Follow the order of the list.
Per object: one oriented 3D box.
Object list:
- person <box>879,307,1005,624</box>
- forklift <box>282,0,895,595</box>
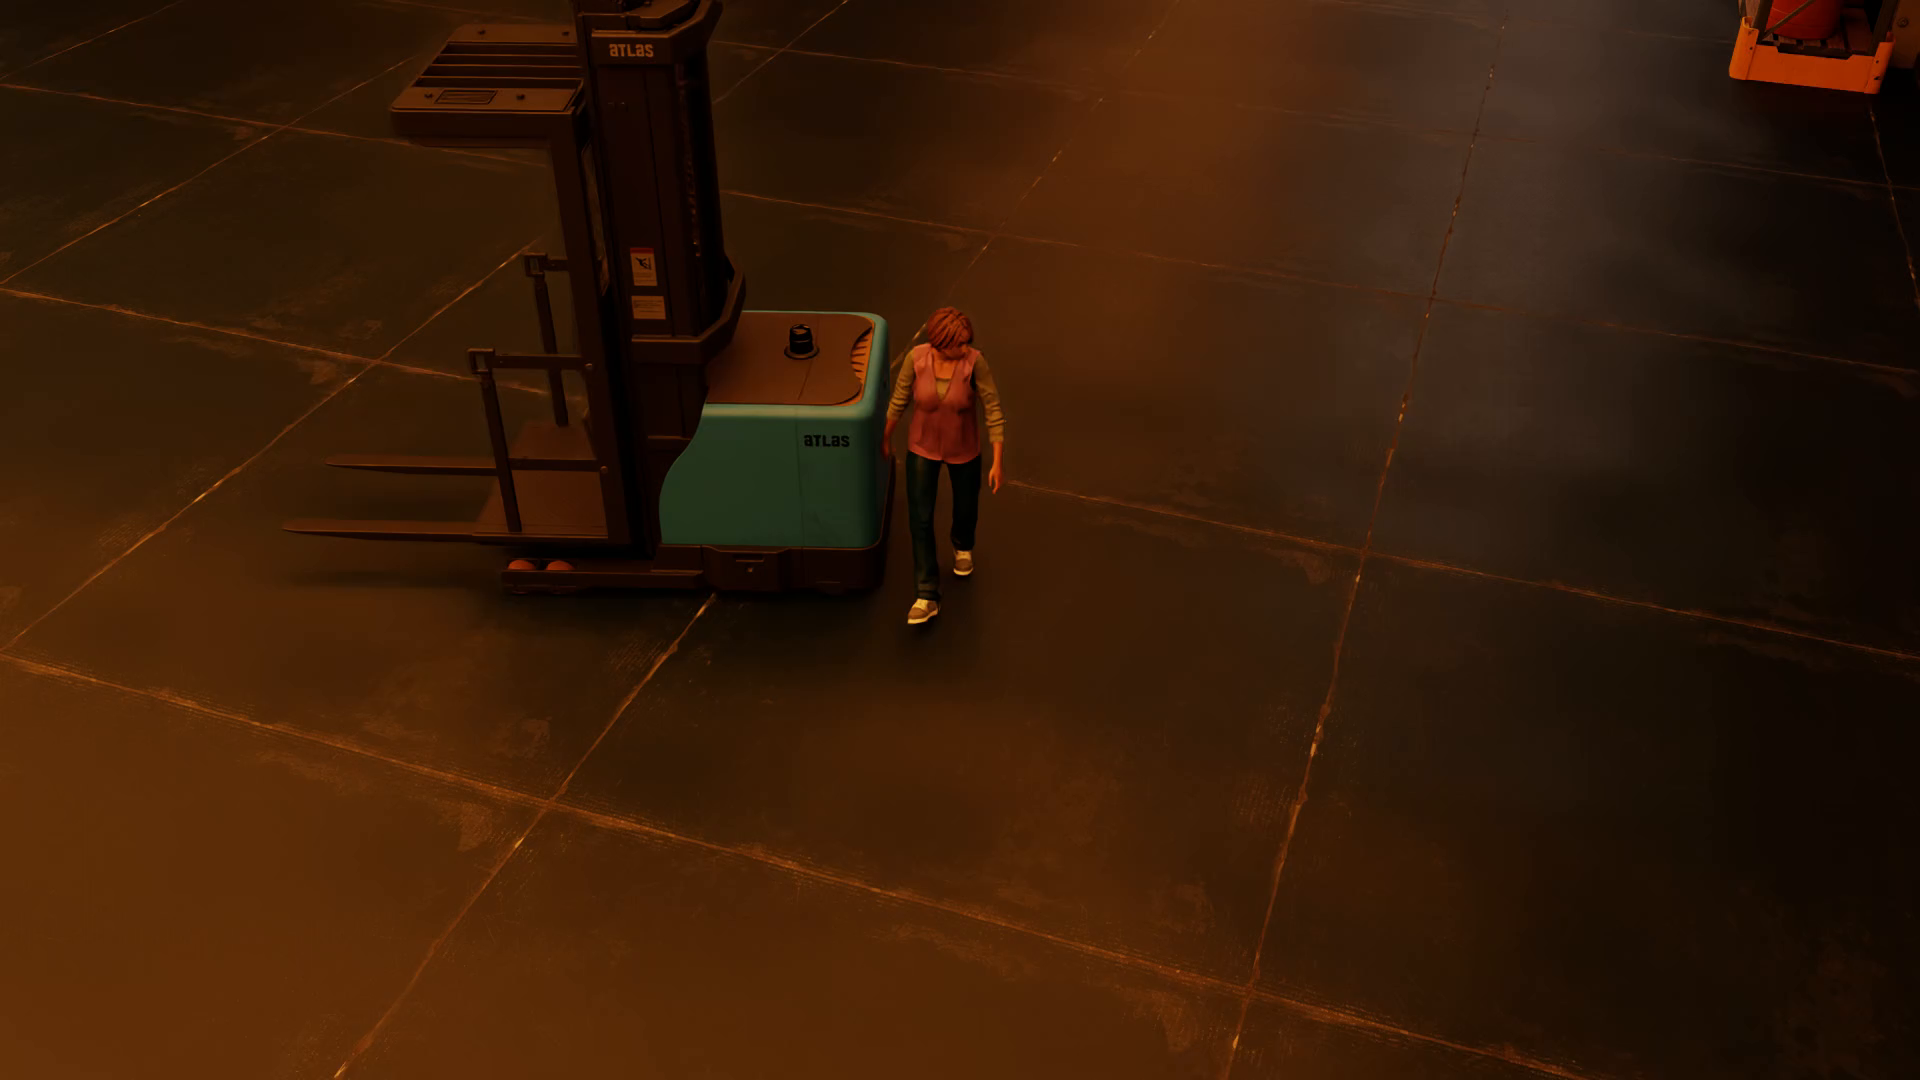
[{"bbox_3d":[-0.094,-0.364,7.821,0.605,1.543,0.813,1,35,2],"label":"person"},{"bbox_3d":[-1.879,-1.229,7.844,3.031,2.935,1.130,1,35,2],"label":"forklift"}]
